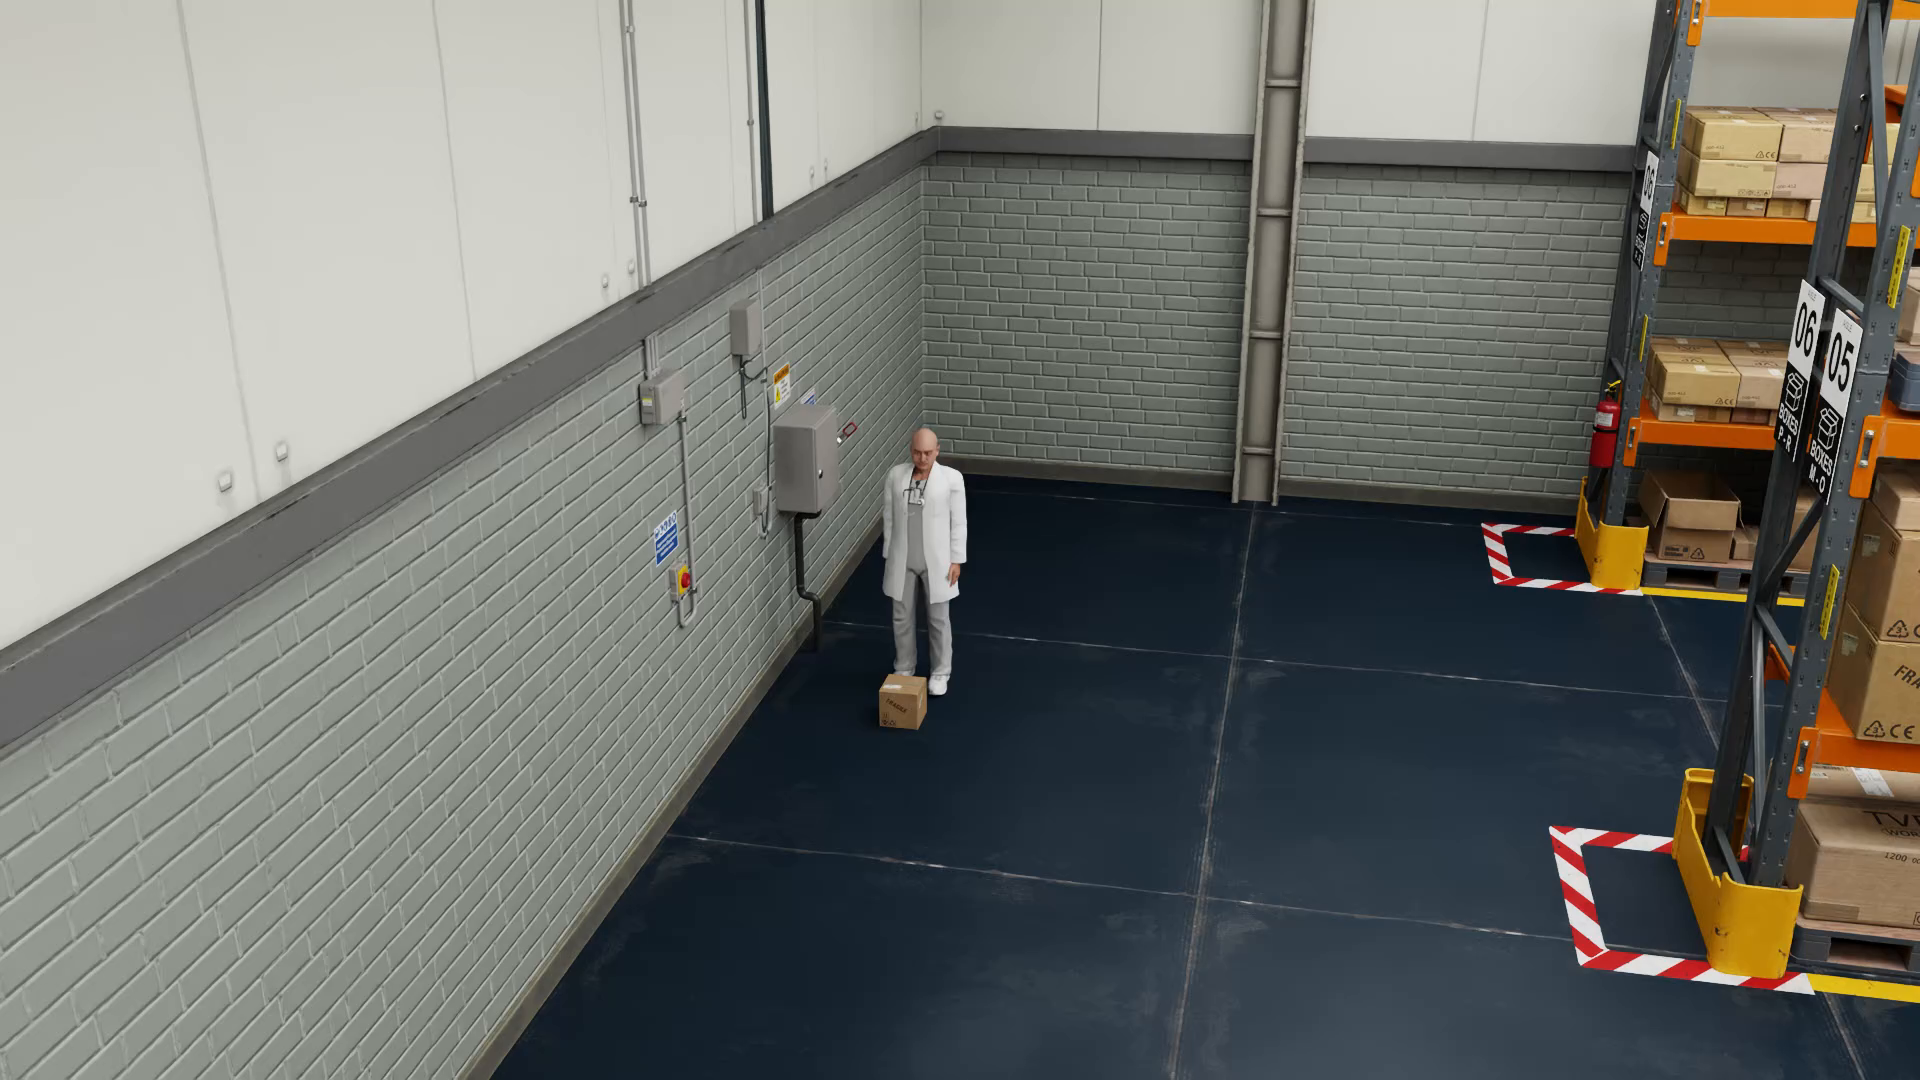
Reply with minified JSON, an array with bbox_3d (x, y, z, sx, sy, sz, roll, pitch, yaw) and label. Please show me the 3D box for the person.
[{"bbox_3d":[-0.234,0.141,10.756,0.562,1.781,0.381,5,22,12],"label":"person"}]
